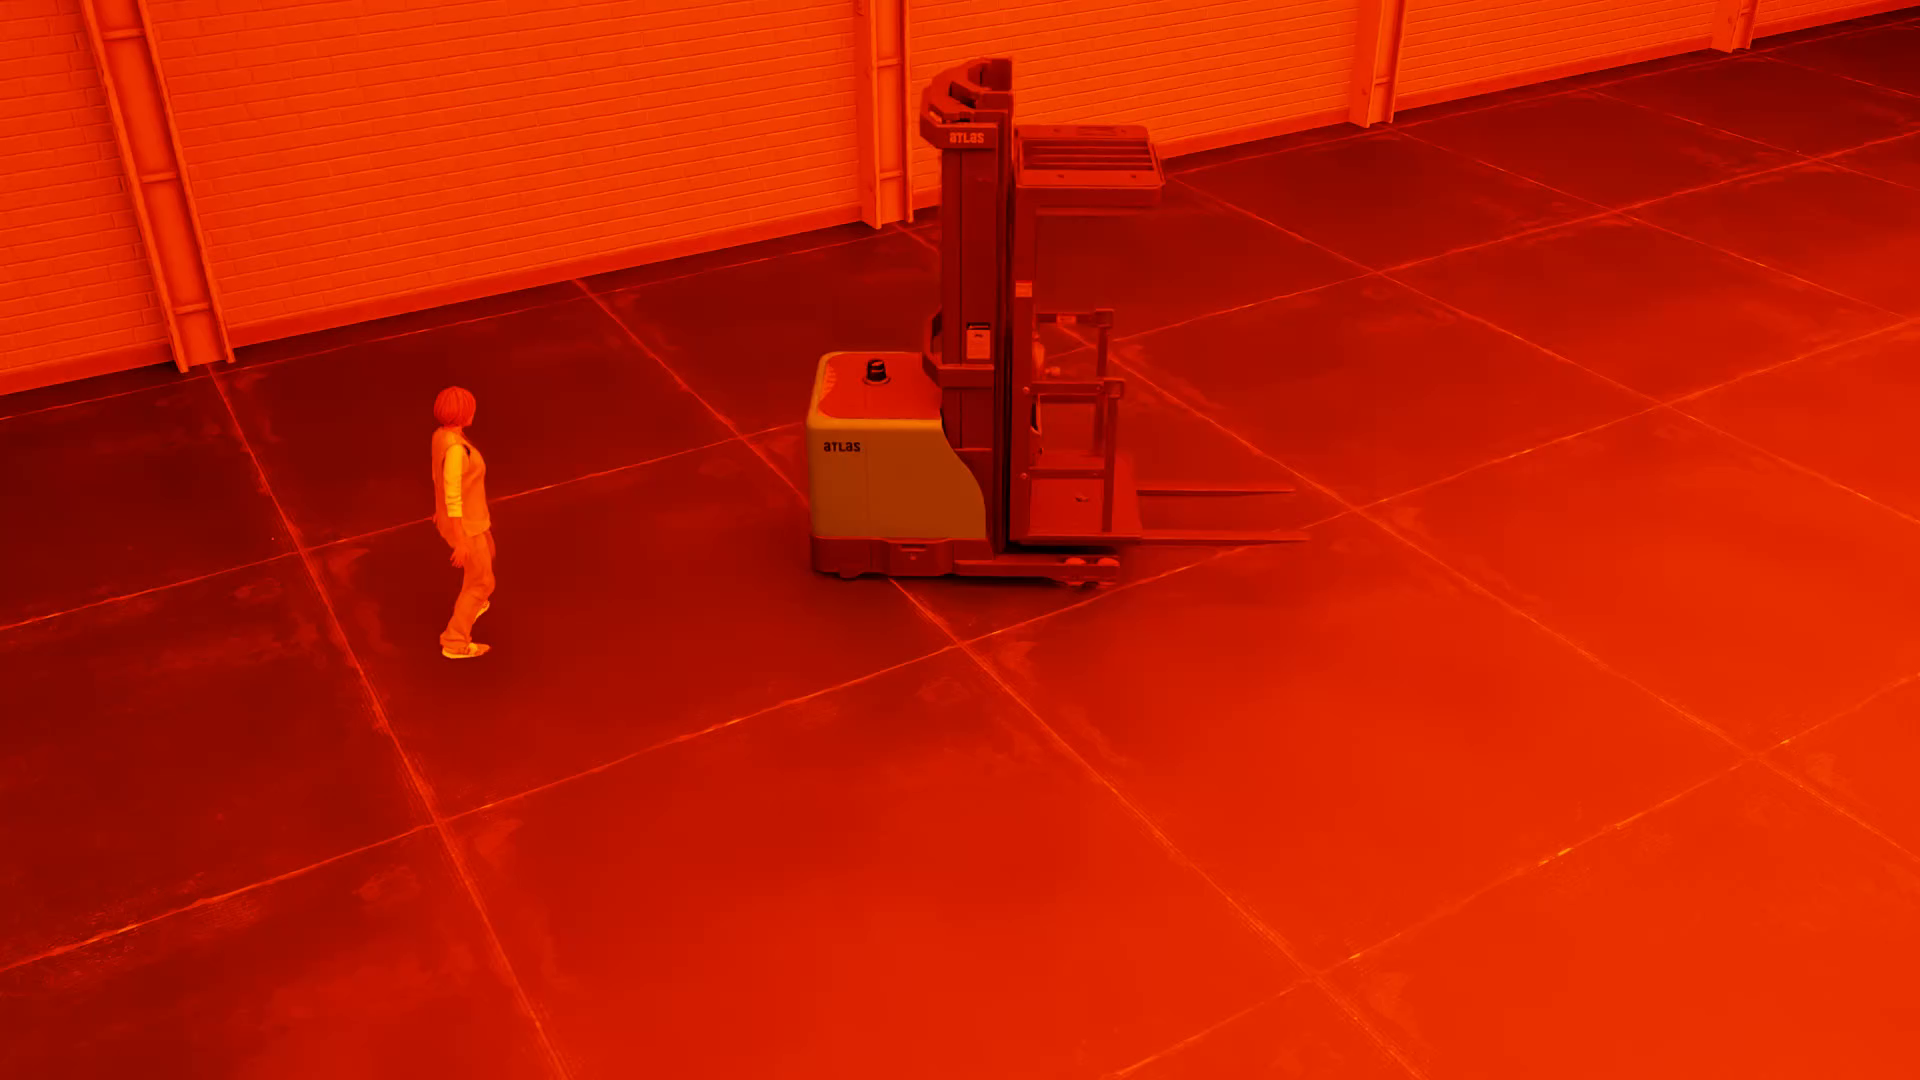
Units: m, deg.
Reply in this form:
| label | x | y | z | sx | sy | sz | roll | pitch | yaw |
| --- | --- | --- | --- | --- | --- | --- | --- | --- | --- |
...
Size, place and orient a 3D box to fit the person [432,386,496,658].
| label | x | y | z | sx | sy | sz | roll | pitch | yaw |
| --- | --- | --- | --- | --- | --- | --- | --- | --- | --- |
| person | -2.771 | -0.079 | 9.164 | 0.414 | 1.569 | 0.744 | -11 | 33 | -18 |

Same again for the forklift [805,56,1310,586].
| label | x | y | z | sx | sy | sz | roll | pitch | yaw |
| --- | --- | --- | --- | --- | --- | --- | --- | --- | --- |
| forklift | 0.613 | -1.257 | 9.746 | 3.031 | 2.935 | 1.130 | 1 | 31 | 1 |
